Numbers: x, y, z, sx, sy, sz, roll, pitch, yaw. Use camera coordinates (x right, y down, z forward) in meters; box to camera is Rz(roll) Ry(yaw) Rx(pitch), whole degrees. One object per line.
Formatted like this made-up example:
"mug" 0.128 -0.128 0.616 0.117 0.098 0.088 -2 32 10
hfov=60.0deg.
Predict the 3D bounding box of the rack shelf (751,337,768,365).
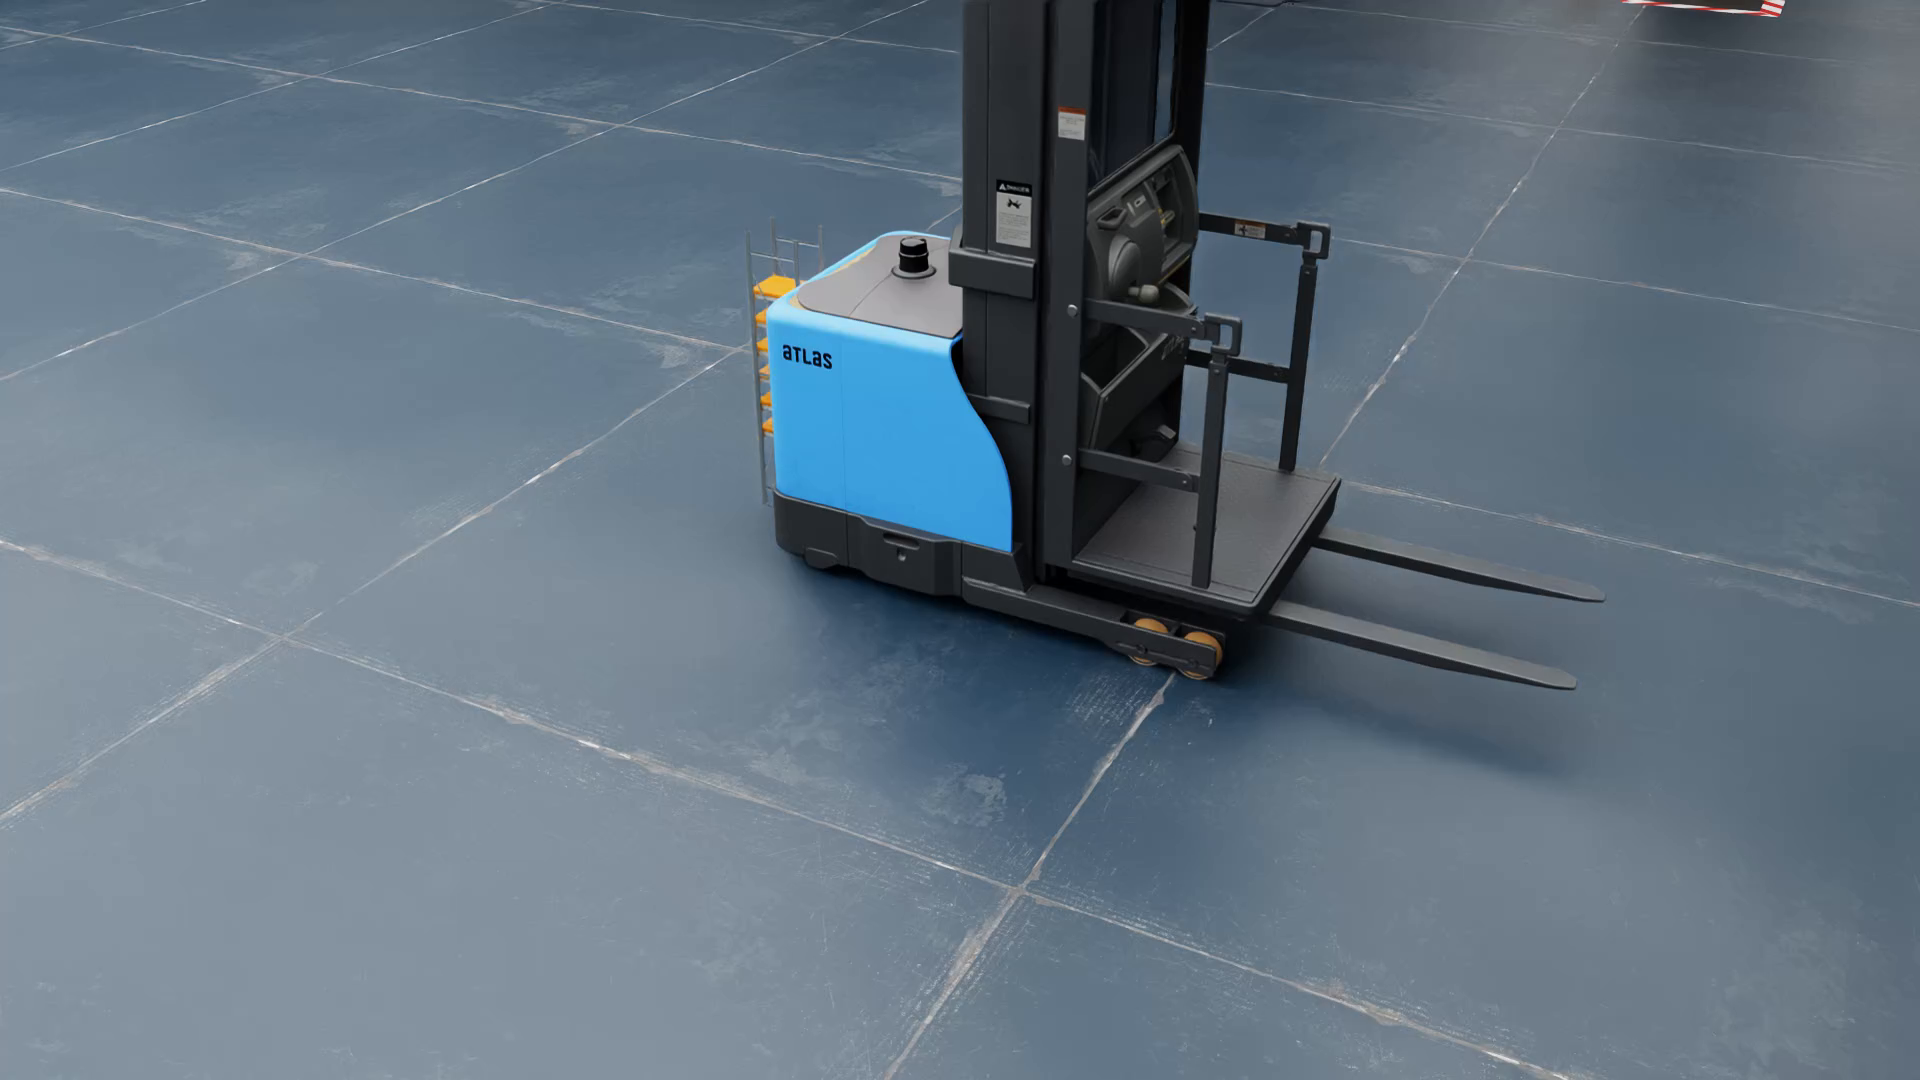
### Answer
"rack shelf" -0.681 -0.751 6.701 0.258 0.103 0.180 14 33 23

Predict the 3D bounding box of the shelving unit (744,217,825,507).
"shelving unit" -0.681 -0.686 6.739 0.258 1.200 0.189 14 33 23

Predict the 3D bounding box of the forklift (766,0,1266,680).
"forklift" 0.820 -1.079 5.686 3.031 2.935 1.130 14 33 23

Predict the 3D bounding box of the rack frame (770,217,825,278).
"rack frame" -0.640 -0.726 6.810 0.240 1.200 0.006 14 33 23

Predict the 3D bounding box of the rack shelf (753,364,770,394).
"rack shelf" -0.681 -0.647 6.761 0.258 0.103 0.180 14 33 23

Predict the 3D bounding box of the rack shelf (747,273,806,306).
"rack shelf" -0.682 -0.959 6.582 0.258 0.103 0.180 14 33 23

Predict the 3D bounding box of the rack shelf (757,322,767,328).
"rack shelf" -0.682 -0.873 6.632 0.199 0.020 0.166 14 33 23

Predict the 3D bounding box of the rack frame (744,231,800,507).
"rack frame" -0.723 -0.645 6.668 0.240 1.200 0.006 14 33 23

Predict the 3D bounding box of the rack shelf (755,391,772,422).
"rack shelf" -0.681 -0.543 6.821 0.258 0.103 0.180 14 33 23
